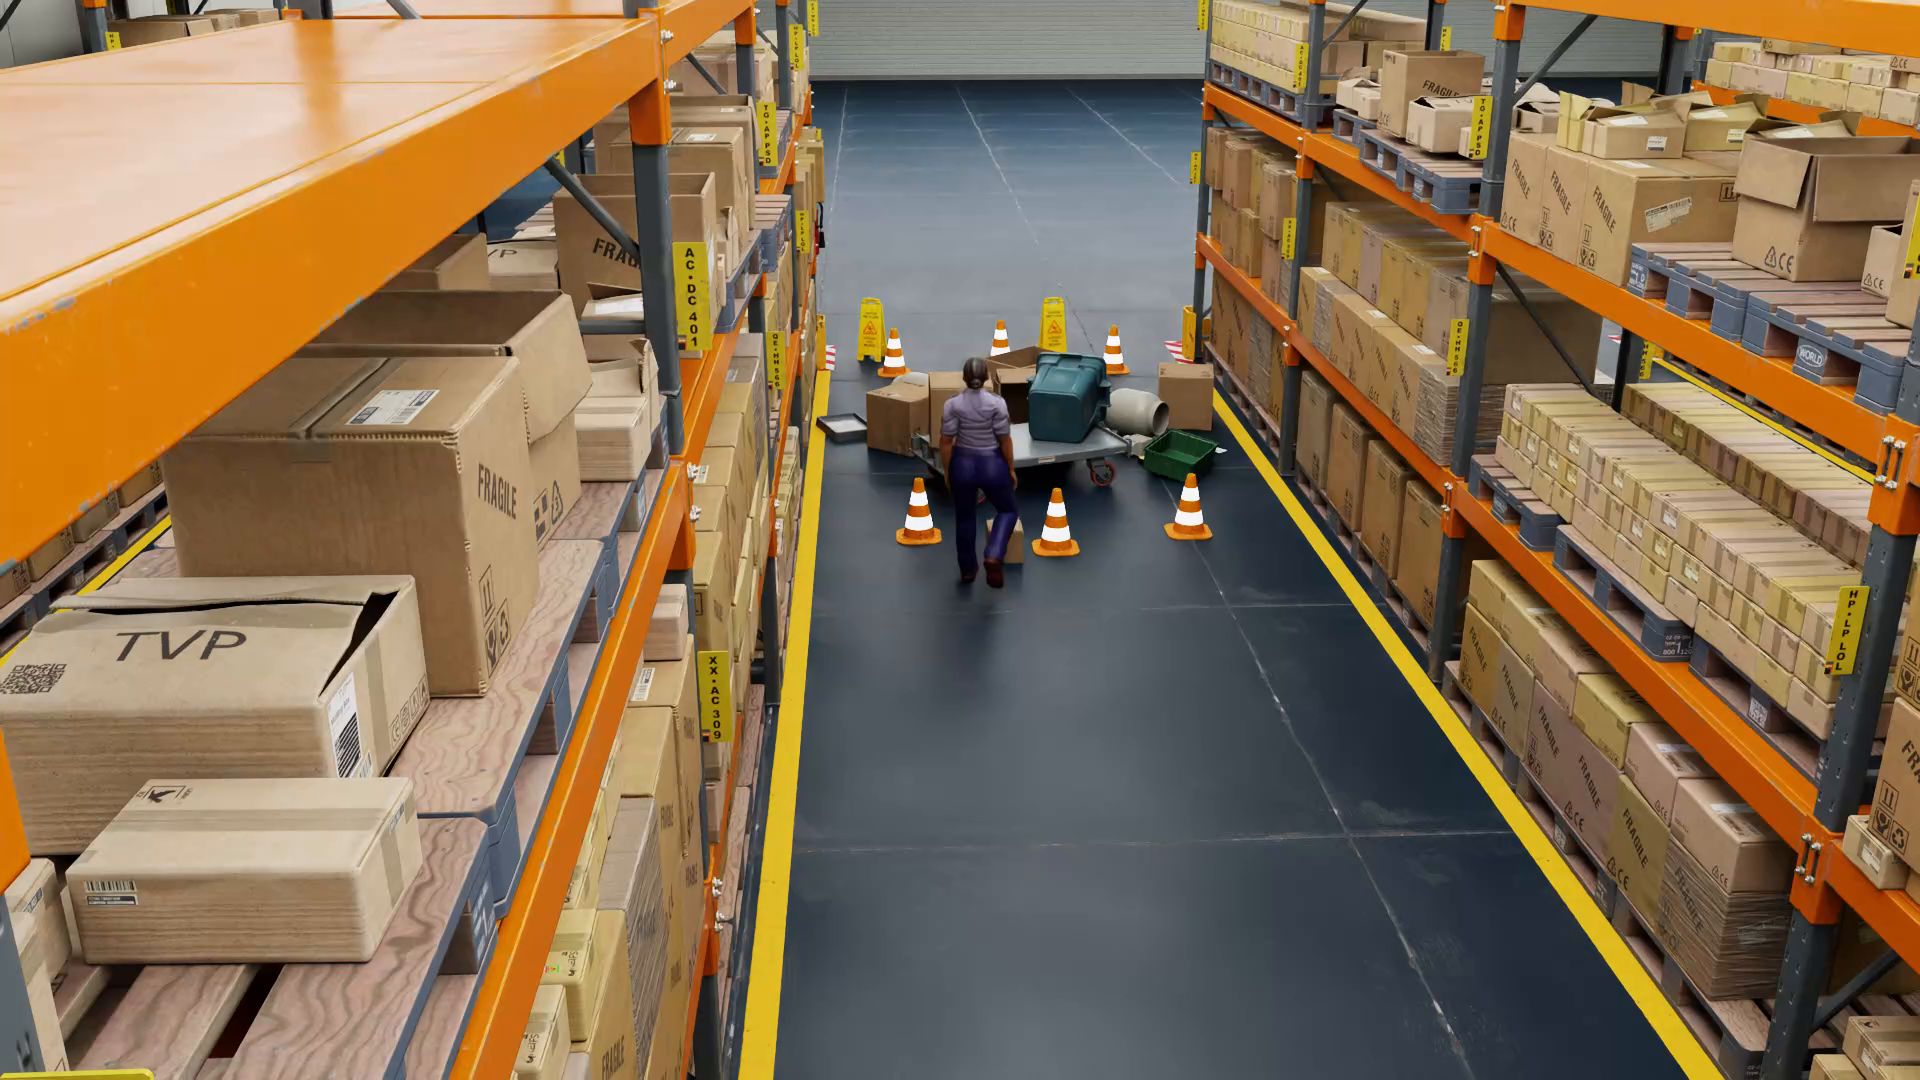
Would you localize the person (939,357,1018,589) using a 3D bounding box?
[{"bbox_3d":[0.132,-0.468,11.283,0.520,1.635,0.639,4,21,10],"label":"person"}]
